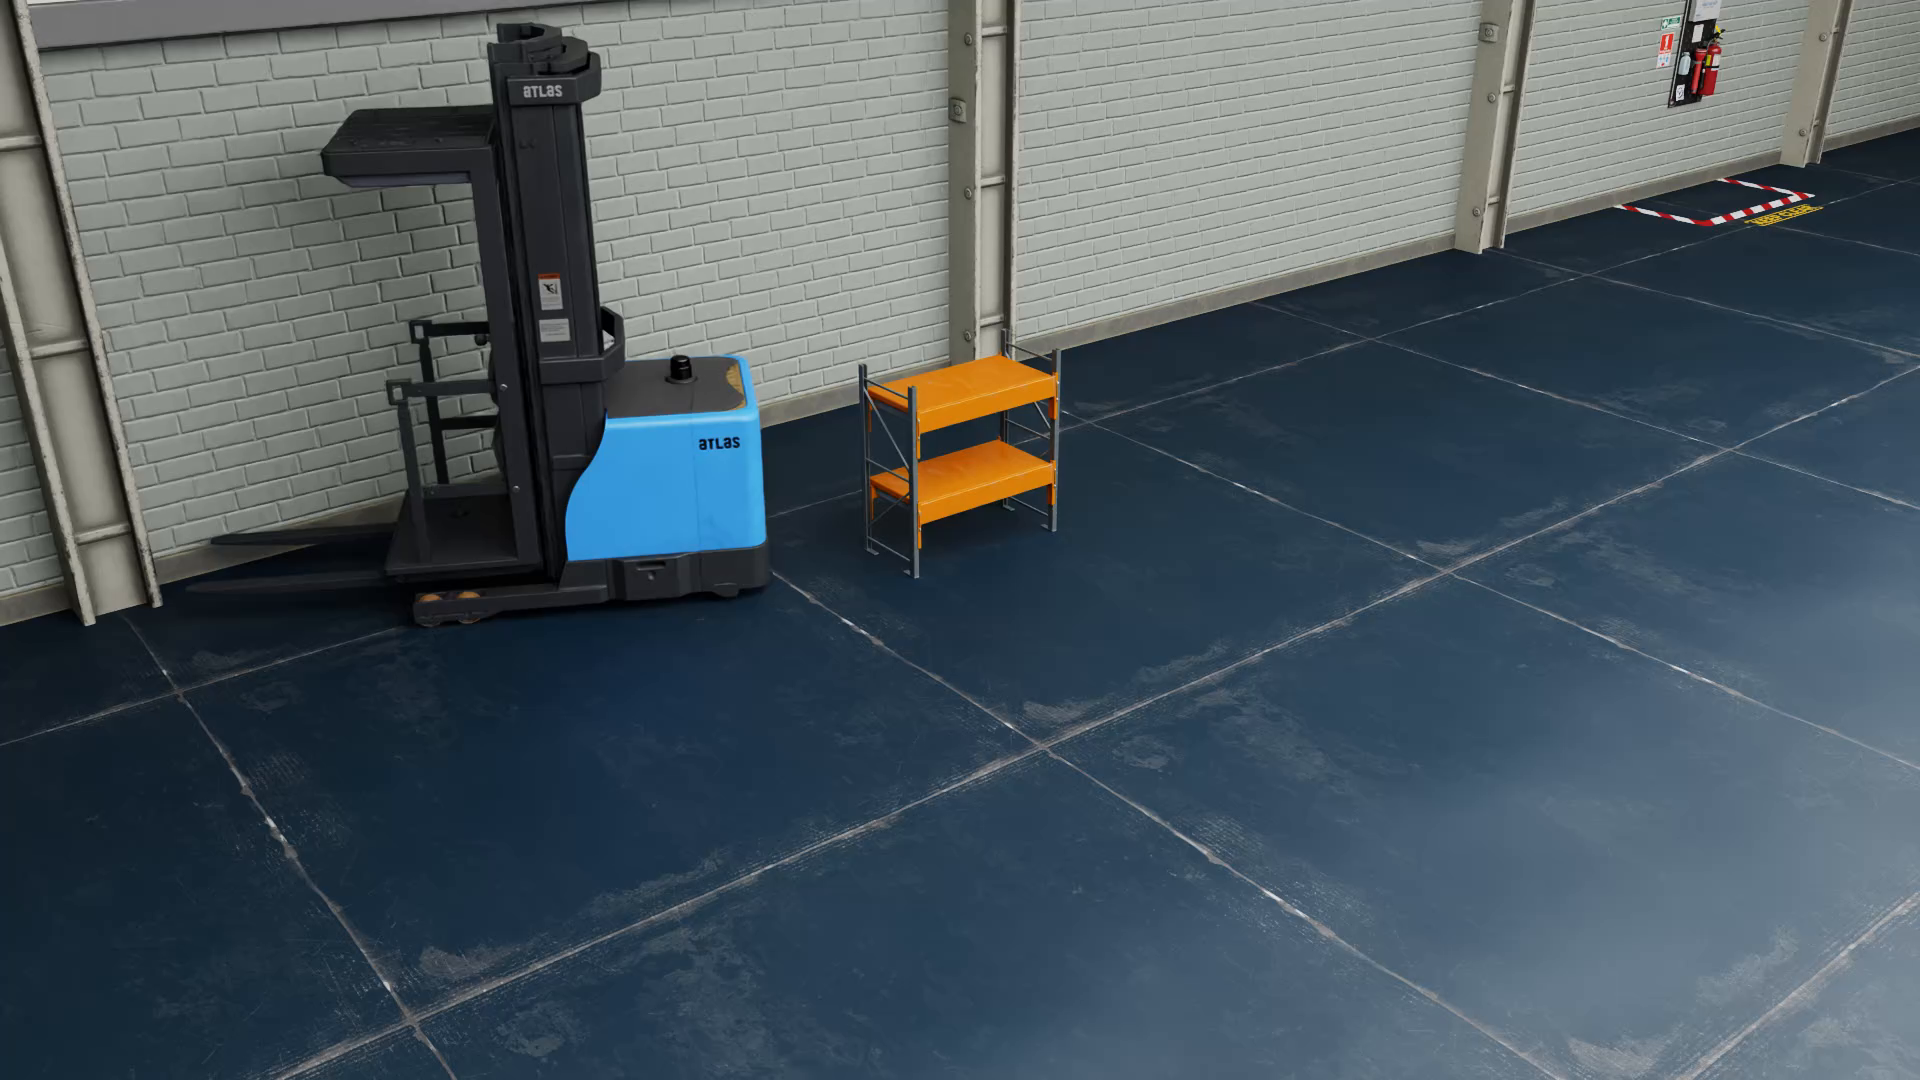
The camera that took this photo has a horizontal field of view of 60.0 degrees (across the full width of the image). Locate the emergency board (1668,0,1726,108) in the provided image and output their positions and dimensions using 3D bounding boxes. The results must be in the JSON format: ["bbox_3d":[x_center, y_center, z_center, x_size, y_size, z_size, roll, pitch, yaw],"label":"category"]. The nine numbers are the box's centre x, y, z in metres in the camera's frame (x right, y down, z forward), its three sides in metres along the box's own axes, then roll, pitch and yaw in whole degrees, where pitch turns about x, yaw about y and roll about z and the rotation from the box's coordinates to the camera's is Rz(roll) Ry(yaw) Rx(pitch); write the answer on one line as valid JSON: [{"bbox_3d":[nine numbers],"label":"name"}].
[{"bbox_3d":[7.640,-5.054,17.077,0.643,1.169,0.194,-18,31,-34],"label":"emergency board"}]

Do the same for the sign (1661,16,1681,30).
[{"bbox_3d":[7.151,-5.199,16.718,0.331,0.109,0.001,-18,31,-34],"label":"sign"}]

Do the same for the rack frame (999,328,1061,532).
[{"bbox_3d":[0.405,-0.644,9.802,0.032,1.125,0.500,-18,31,-34],"label":"rack frame"}]

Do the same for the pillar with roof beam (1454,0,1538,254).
[{"bbox_3d":[7.543,-5.420,10.739,0.400,9.000,9.100,-18,31,-34],"label":"pillar with roof beam"}]

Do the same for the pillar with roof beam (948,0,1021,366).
[{"bbox_3d":[2.822,-3.861,7.380,0.400,9.000,9.100,-18,31,-34],"label":"pillar with roof beam"}]

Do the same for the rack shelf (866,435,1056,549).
[{"bbox_3d":[0.005,-0.290,9.620,1.000,0.278,0.538,-18,31,-34],"label":"rack shelf"}]

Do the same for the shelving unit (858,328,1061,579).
[{"bbox_3d":[0.005,-0.512,9.517,1.048,1.125,0.538,-18,31,-34],"label":"shelving unit"}]

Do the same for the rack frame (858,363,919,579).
[{"bbox_3d":[-0.395,-0.380,9.232,0.032,1.125,0.500,-18,31,-34],"label":"rack frame"}]

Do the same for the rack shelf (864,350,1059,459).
[{"bbox_3d":[0.005,-0.777,9.394,1.000,0.278,0.538,-18,31,-34],"label":"rack shelf"}]

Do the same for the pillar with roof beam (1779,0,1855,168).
[{"bbox_3d":[12.265,-6.978,14.097,0.400,9.000,9.100,-18,31,-34],"label":"pillar with roof beam"}]

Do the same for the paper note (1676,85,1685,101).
[{"bbox_3d":[7.458,-4.631,17.212,0.142,0.148,0.016,-18,31,-34],"label":"paper note"}]

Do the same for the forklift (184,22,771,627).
[{"bbox_3d":[-2.605,-1.113,8.667,3.031,2.935,1.130,-4,25,-9],"label":"forklift"}]

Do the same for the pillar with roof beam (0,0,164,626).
[{"bbox_3d":[-1.900,-2.303,4.022,0.400,9.000,9.100,-18,31,-34],"label":"pillar with roof beam"}]

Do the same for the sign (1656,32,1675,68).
[{"bbox_3d":[7.142,-4.961,16.833,0.234,0.329,0.001,-18,31,-34],"label":"sign"}]
